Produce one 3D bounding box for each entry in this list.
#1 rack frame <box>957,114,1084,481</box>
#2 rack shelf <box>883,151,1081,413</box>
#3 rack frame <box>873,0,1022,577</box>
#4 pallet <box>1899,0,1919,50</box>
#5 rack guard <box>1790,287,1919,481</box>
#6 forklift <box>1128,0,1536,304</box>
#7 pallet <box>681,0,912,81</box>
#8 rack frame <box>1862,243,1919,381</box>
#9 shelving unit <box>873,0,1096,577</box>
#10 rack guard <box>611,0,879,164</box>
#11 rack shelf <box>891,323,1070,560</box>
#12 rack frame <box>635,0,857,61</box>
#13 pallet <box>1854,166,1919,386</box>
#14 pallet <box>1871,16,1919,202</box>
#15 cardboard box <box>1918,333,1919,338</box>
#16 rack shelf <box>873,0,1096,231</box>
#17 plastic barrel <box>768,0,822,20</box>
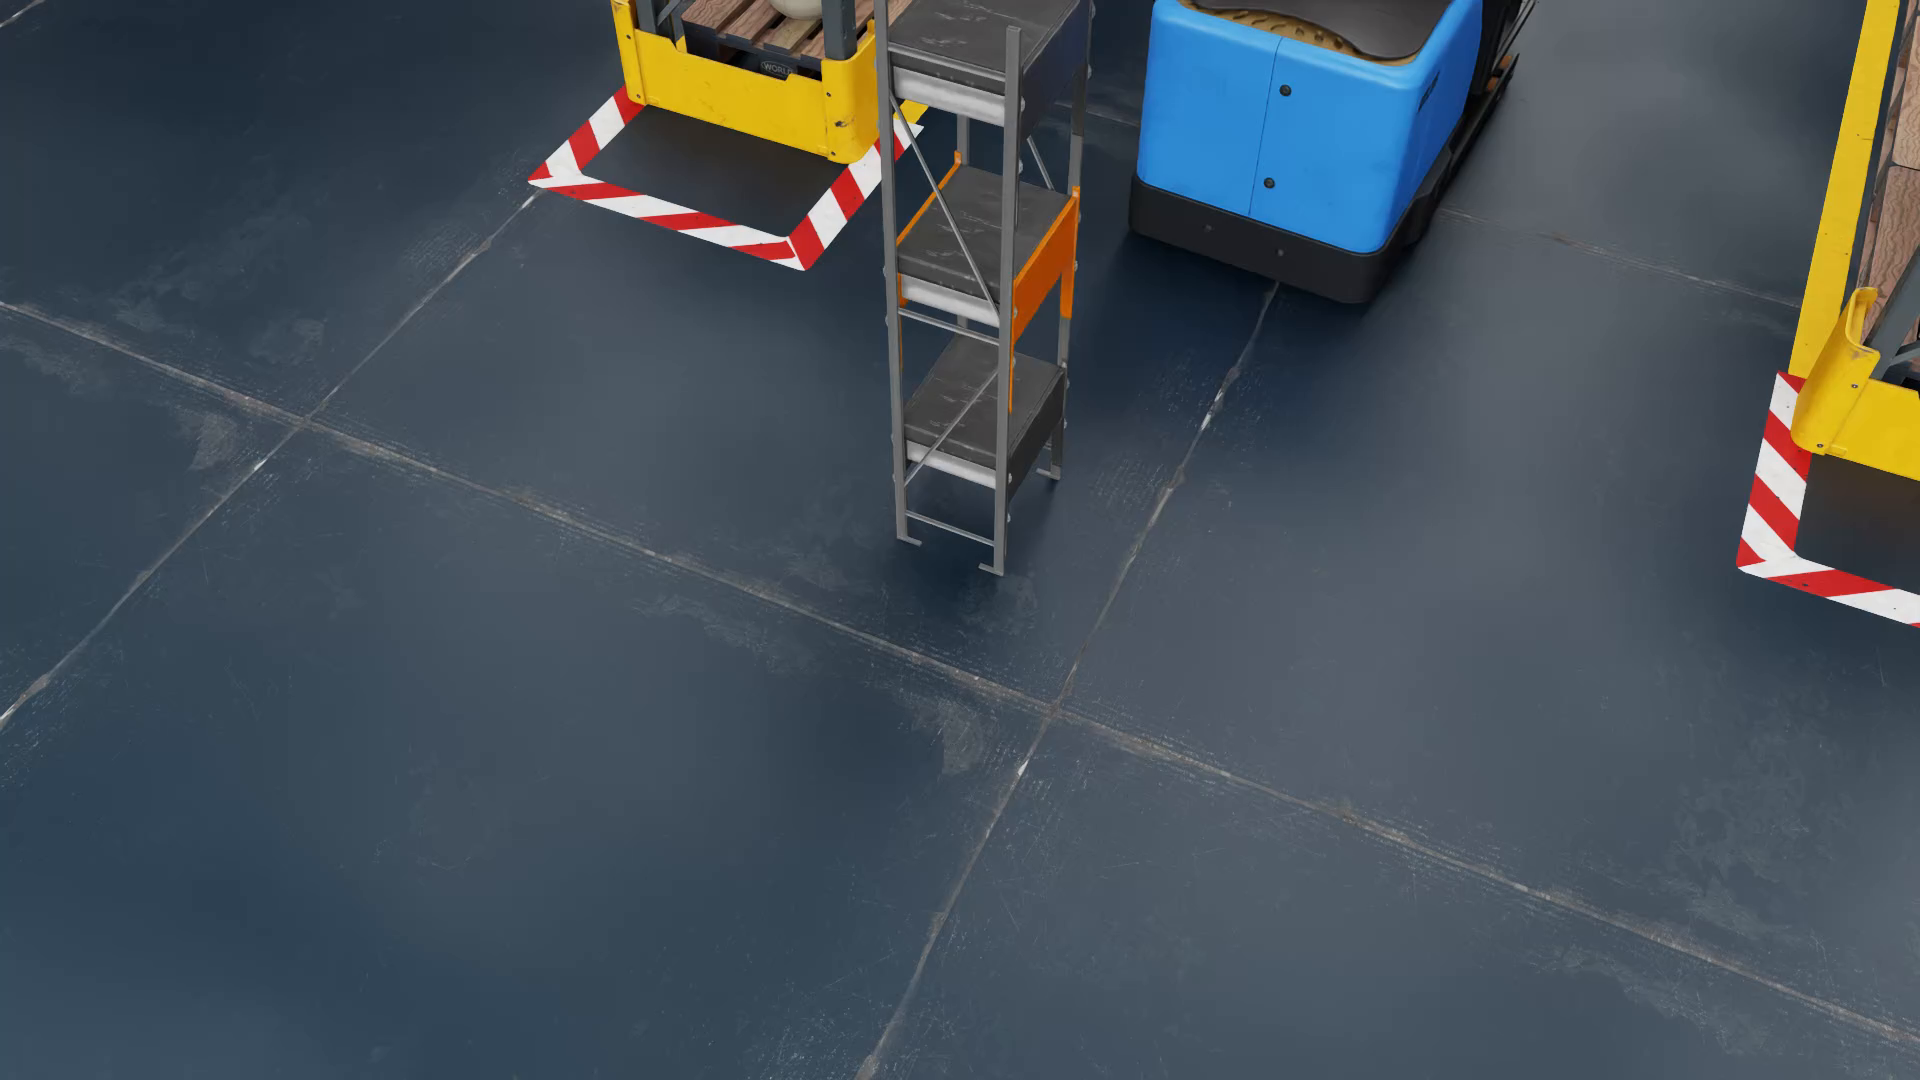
[{"bbox_3d":[0.175,-0.962,5.190,0.400,2.100,0.015,20,52,16],"label":"rack frame"},{"bbox_3d":[0.071,-0.786,5.058,0.431,0.518,0.480,20,52,16],"label":"rack shelf"},{"bbox_3d":[-0.034,-0.626,4.904,0.400,2.100,0.015,20,52,16],"label":"rack frame"},{"bbox_3d":[5.034,-2.571,7.799,1.003,0.211,1.213,20,52,16],"label":"pallet"},{"bbox_3d":[3.612,-0.437,5.793,1.175,0.500,0.348,20,52,16],"label":"rack guard"},{"bbox_3d":[1.835,-2.989,6.369,1.130,2.935,3.031,23,53,18],"label":"forklift"},{"bbox_3d":[-0.557,-2.528,7.762,1.003,0.211,1.213,20,52,16],"label":"pallet"},{"bbox_3d":[3.580,-1.195,4.797,1.000,3.000,0.127,20,52,16],"label":"rack frame"},{"bbox_3d":[0.071,-0.794,5.047,0.431,2.100,0.503,20,52,16],"label":"shelving unit"},{"bbox_3d":[-0.909,-2.064,7.178,1.175,0.500,0.348,20,52,16],"label":"rack guard"},{"bbox_3d":[0.071,-0.332,5.591,0.431,0.518,0.480,20,52,16],"label":"rack shelf"},{"bbox_3d":[-0.899,-2.806,6.168,1.000,3.000,0.127,20,52,16],"label":"rack frame"},{"bbox_3d":[3.991,-0.891,6.370,1.003,0.211,1.213,20,52,16],"label":"pallet"},{"bbox_3d":[4.514,-1.728,7.082,1.003,0.211,1.213,20,52,16],"label":"pallet"},{"bbox_3d":[3.862,-0.945,5.950,0.500,0.500,0.500,29,55,22],"label":"cardboard box"},{"bbox_3d":[0.071,-1.239,4.525,0.431,0.518,0.480,20,52,16],"label":"rack shelf"},{"bbox_3d":[-0.686,-2.614,7.363,0.421,0.512,0.421,0,50,0],"label":"plastic barrel"}]
